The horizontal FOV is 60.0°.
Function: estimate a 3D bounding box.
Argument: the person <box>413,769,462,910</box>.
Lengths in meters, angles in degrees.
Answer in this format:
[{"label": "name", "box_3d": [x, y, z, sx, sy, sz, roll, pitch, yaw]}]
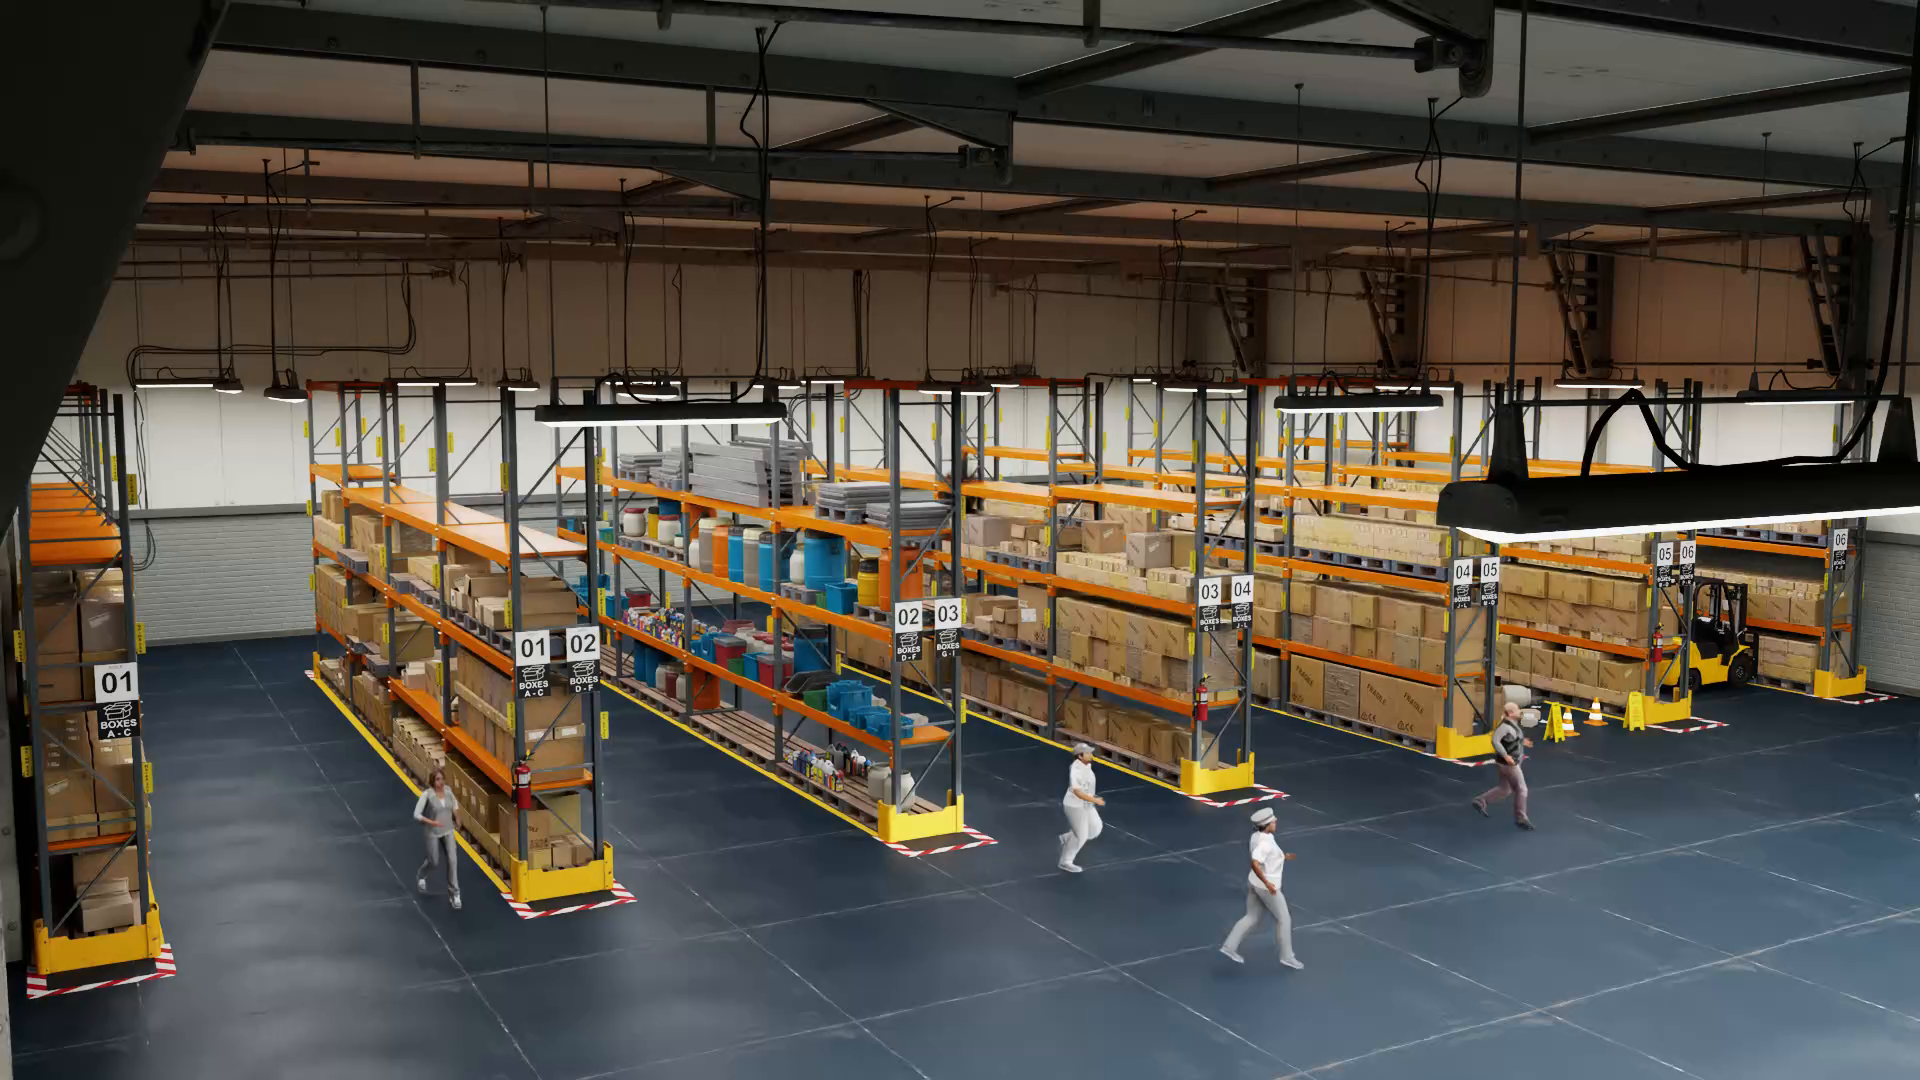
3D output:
[{"label": "person", "box_3d": [-6.114, 3.469, 19.501, 0.589, 1.620, 0.792, -5, 8, -41]}]

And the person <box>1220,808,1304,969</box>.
[{"label": "person", "box_3d": [3.170, 3.637, 17.316, 0.867, 1.716, 0.562, -1, 6, -14]}]

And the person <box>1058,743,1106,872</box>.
[{"label": "person", "box_3d": [1.535, 3.324, 20.797, 0.605, 1.626, 0.631, 2, 6, 14]}]

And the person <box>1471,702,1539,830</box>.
[{"label": "person", "box_3d": [7.466, 3.064, 22.725, 0.890, 1.736, 0.648, 2, 6, 17]}]
